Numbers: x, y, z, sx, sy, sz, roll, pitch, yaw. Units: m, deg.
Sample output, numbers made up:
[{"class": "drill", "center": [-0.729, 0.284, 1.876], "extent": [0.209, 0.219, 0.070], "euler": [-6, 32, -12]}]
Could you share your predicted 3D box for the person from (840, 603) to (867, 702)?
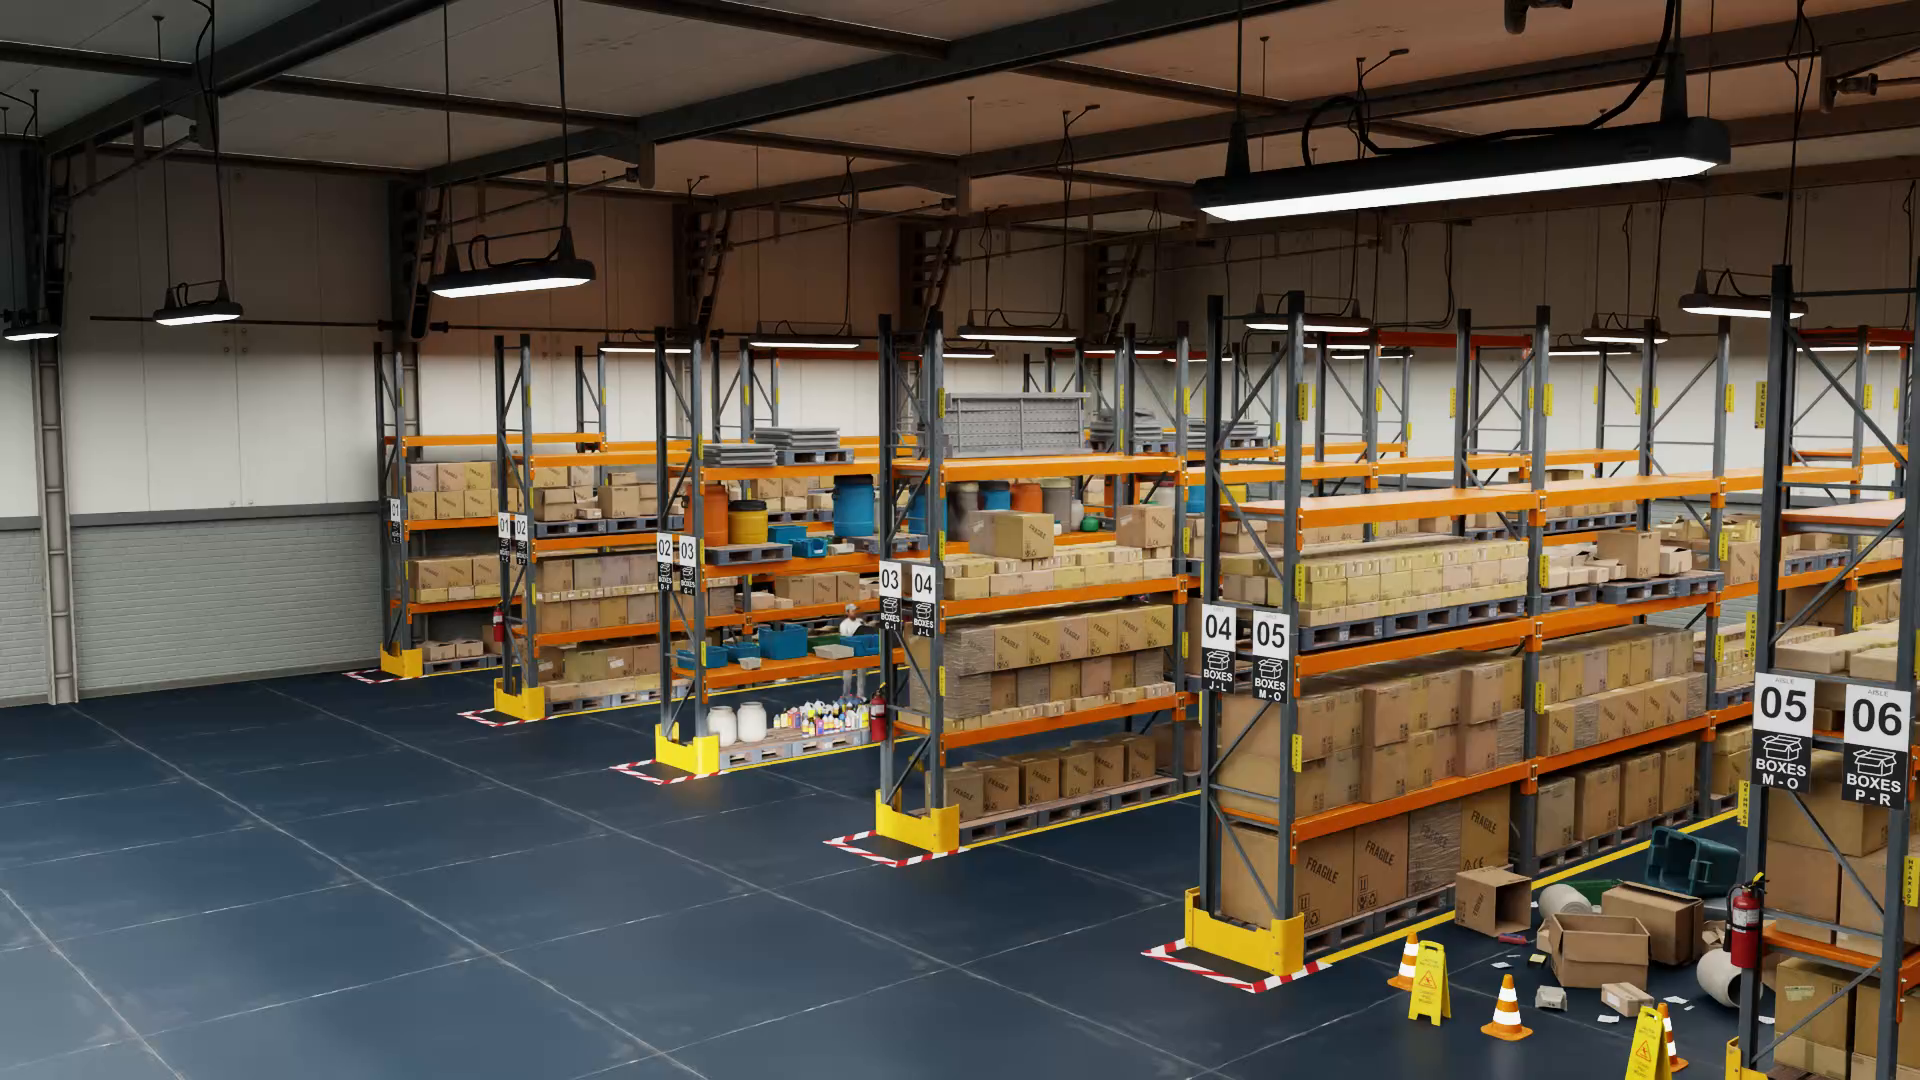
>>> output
[{"class": "person", "center": [-1.685, 1.870, 27.197], "extent": [0.545, 1.664, 0.495], "euler": [-1, 5, -16]}]

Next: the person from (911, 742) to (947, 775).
[{"class": "person", "center": [-0.334, 2.285, 21.878], "extent": [0.603, 1.756, 0.564], "euler": [-1, 5, -7]}]
